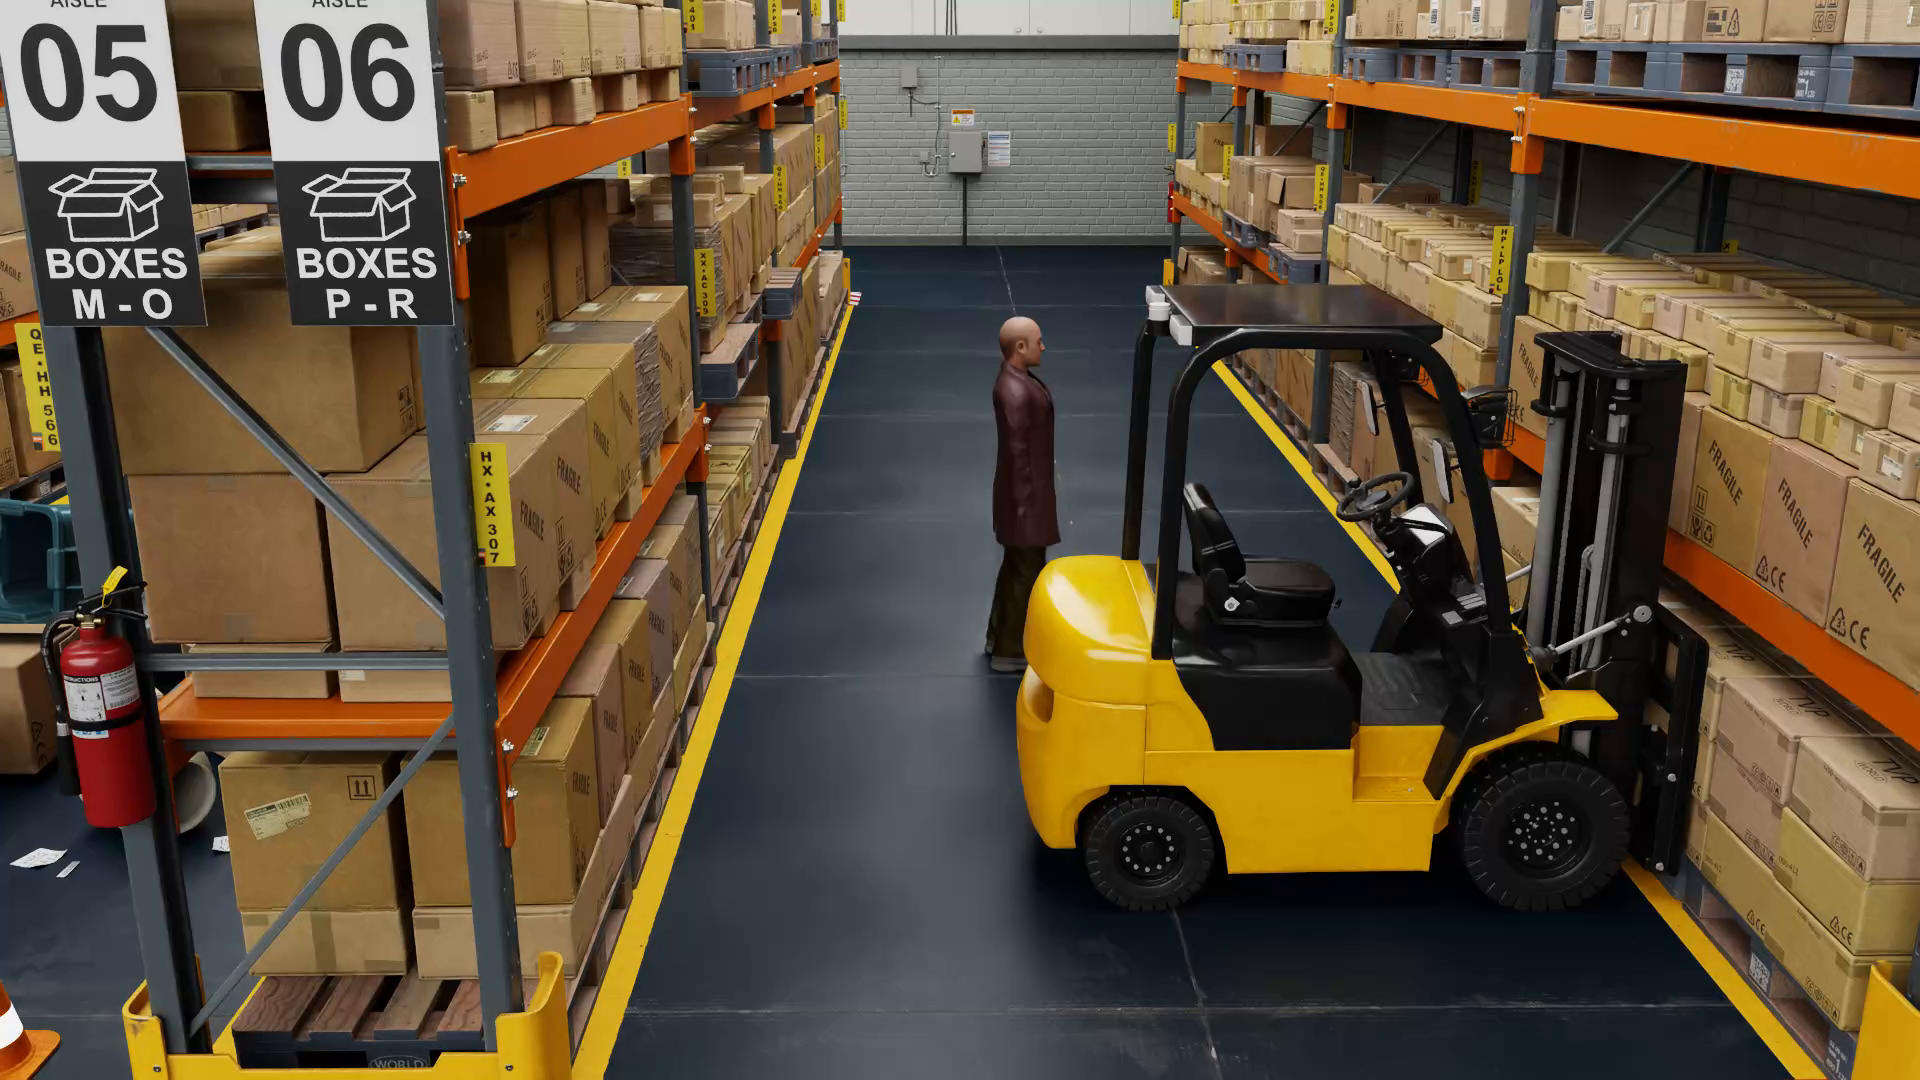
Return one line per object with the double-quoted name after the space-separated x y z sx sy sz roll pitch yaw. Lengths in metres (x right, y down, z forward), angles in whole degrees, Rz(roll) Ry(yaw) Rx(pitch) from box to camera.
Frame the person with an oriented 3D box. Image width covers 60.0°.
0.328 -0.233 8.344 0.402 1.780 0.562 0 17 1 "person"
